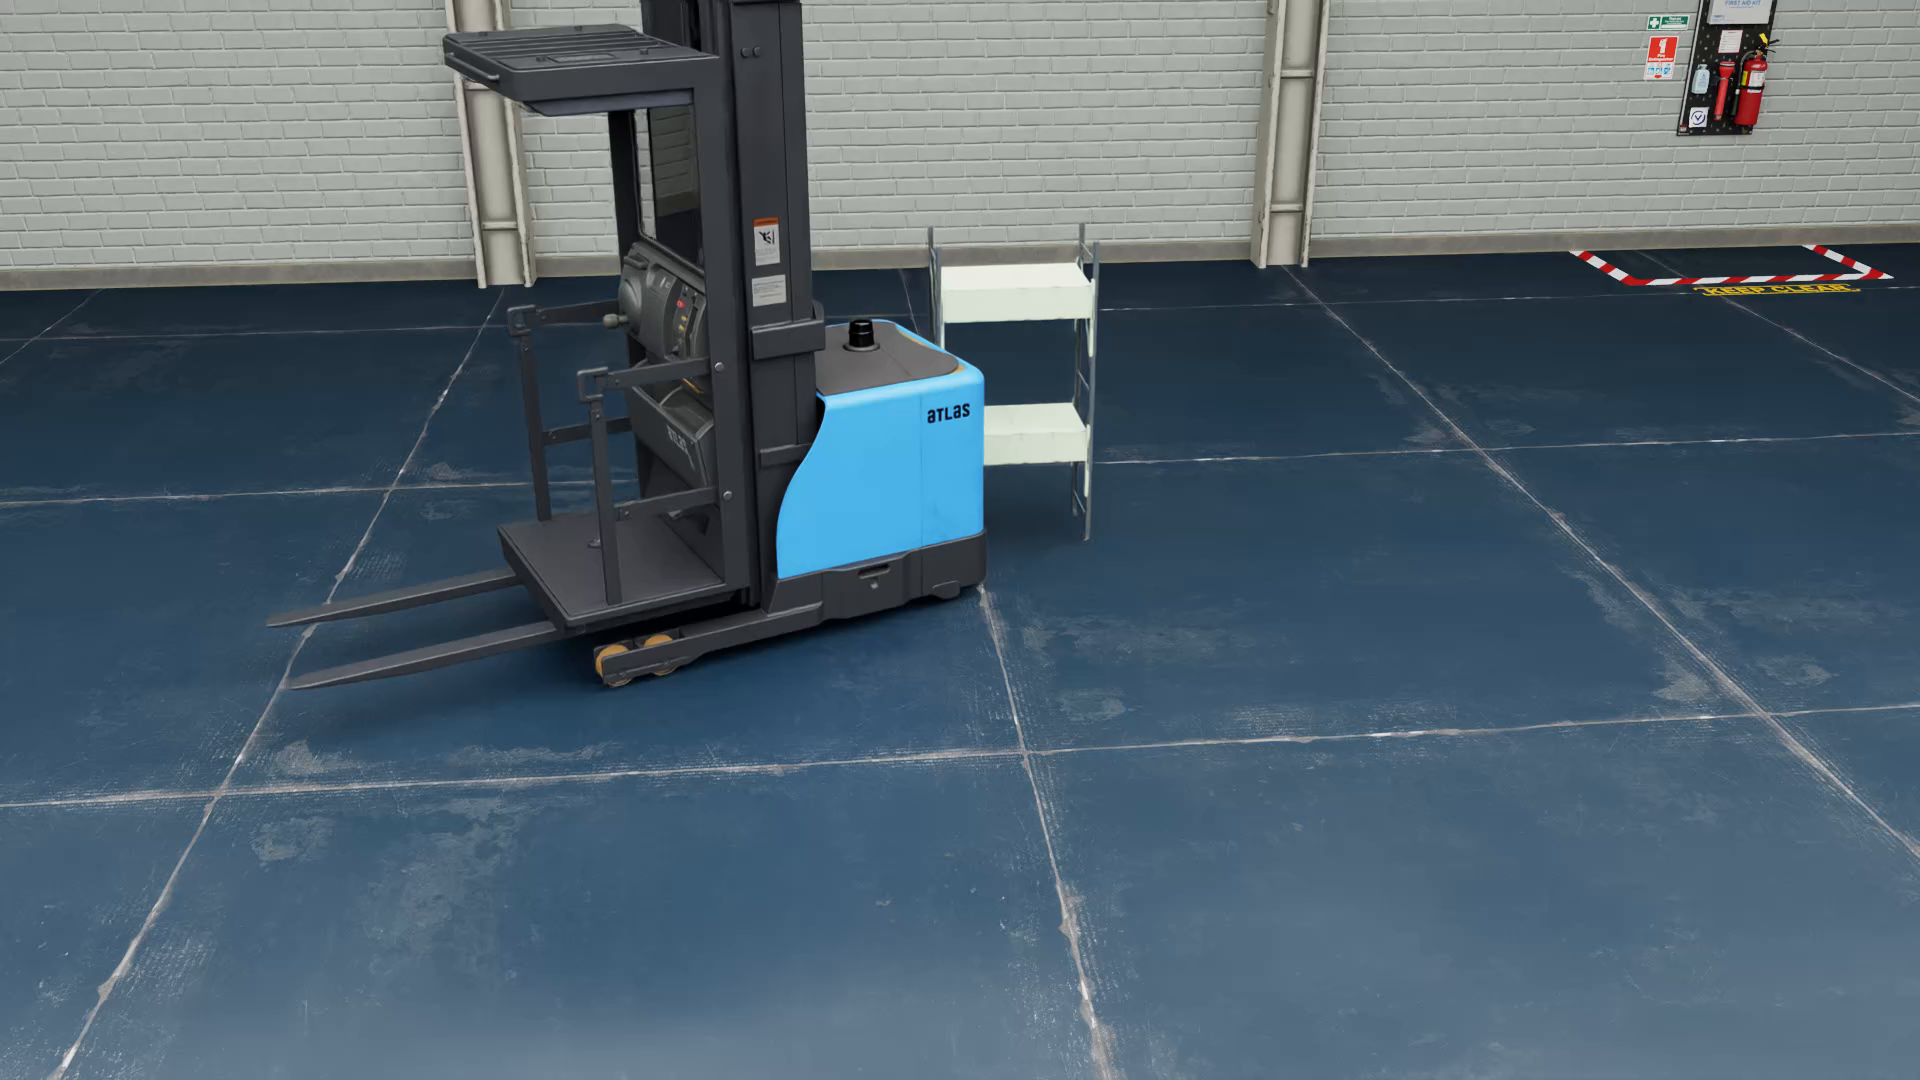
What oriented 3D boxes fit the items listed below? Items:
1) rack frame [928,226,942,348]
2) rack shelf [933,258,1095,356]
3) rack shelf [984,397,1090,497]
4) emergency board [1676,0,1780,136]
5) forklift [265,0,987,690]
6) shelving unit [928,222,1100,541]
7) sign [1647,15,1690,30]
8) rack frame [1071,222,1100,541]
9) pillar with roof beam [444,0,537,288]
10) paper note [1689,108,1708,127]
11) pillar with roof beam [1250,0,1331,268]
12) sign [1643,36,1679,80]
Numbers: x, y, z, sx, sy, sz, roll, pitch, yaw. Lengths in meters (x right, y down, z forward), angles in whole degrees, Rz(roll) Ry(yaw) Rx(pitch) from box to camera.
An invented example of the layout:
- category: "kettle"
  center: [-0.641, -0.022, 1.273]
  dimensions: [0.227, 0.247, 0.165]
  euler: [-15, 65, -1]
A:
- category: "rack frame"
  center: [-0.119, -0.728, 8.042]
  dimensions: [0.023, 1.500, 0.400]
  euler: [-3, 24, -6]
- category: "rack shelf"
  center: [0.244, -1.102, 7.923]
  dimensions: [0.720, 0.370, 0.431]
  euler: [-3, 24, -6]
- category: "rack shelf"
  center: [0.244, -0.448, 8.214]
  dimensions: [0.720, 0.370, 0.431]
  euler: [-3, 24, -6]
- category: "emergency board"
  center: [6.037, -3.731, 12.952]
  dimensions: [0.643, 1.169, 0.194]
  euler: [-2, 24, -5]
- category: "forklift"
  center: [-1.418, -0.979, 6.844]
  dimensions: [3.031, 2.935, 1.130]
  euler: [-13, 27, -26]
- category: "shelving unit"
  center: [0.244, -0.746, 8.081]
  dimensions: [0.755, 1.500, 0.431]
  euler: [-3, 24, -6]
- category: "sign"
  center: [5.482, -4.006, 12.873]
  dimensions: [0.331, 0.109, 0.001]
  euler: [-2, 24, -5]
- category: "rack frame"
  center: [0.608, -0.763, 8.121]
  dimensions: [0.023, 1.500, 0.400]
  euler: [-3, 24, -6]
- category: "pillar with roof beam"
  center: [-3.019, -4.337, 6.928]
  dimensions: [0.400, 9.000, 9.100]
  euler: [-2, 24, -5]
- category: "paper note"
  center: [5.854, -3.350, 13.177]
  dimensions: [0.142, 0.148, 0.016]
  euler: [-2, 24, -5]
- category: "pillar with roof beam"
  center: [2.952, -4.576, 7.467]
  dimensions: [0.400, 9.000, 9.100]
  euler: [-2, 24, -5]
- category: "sign"
  center: [5.476, -3.767, 12.988]
  dimensions: [0.234, 0.329, 0.001]
  euler: [-2, 24, -5]
